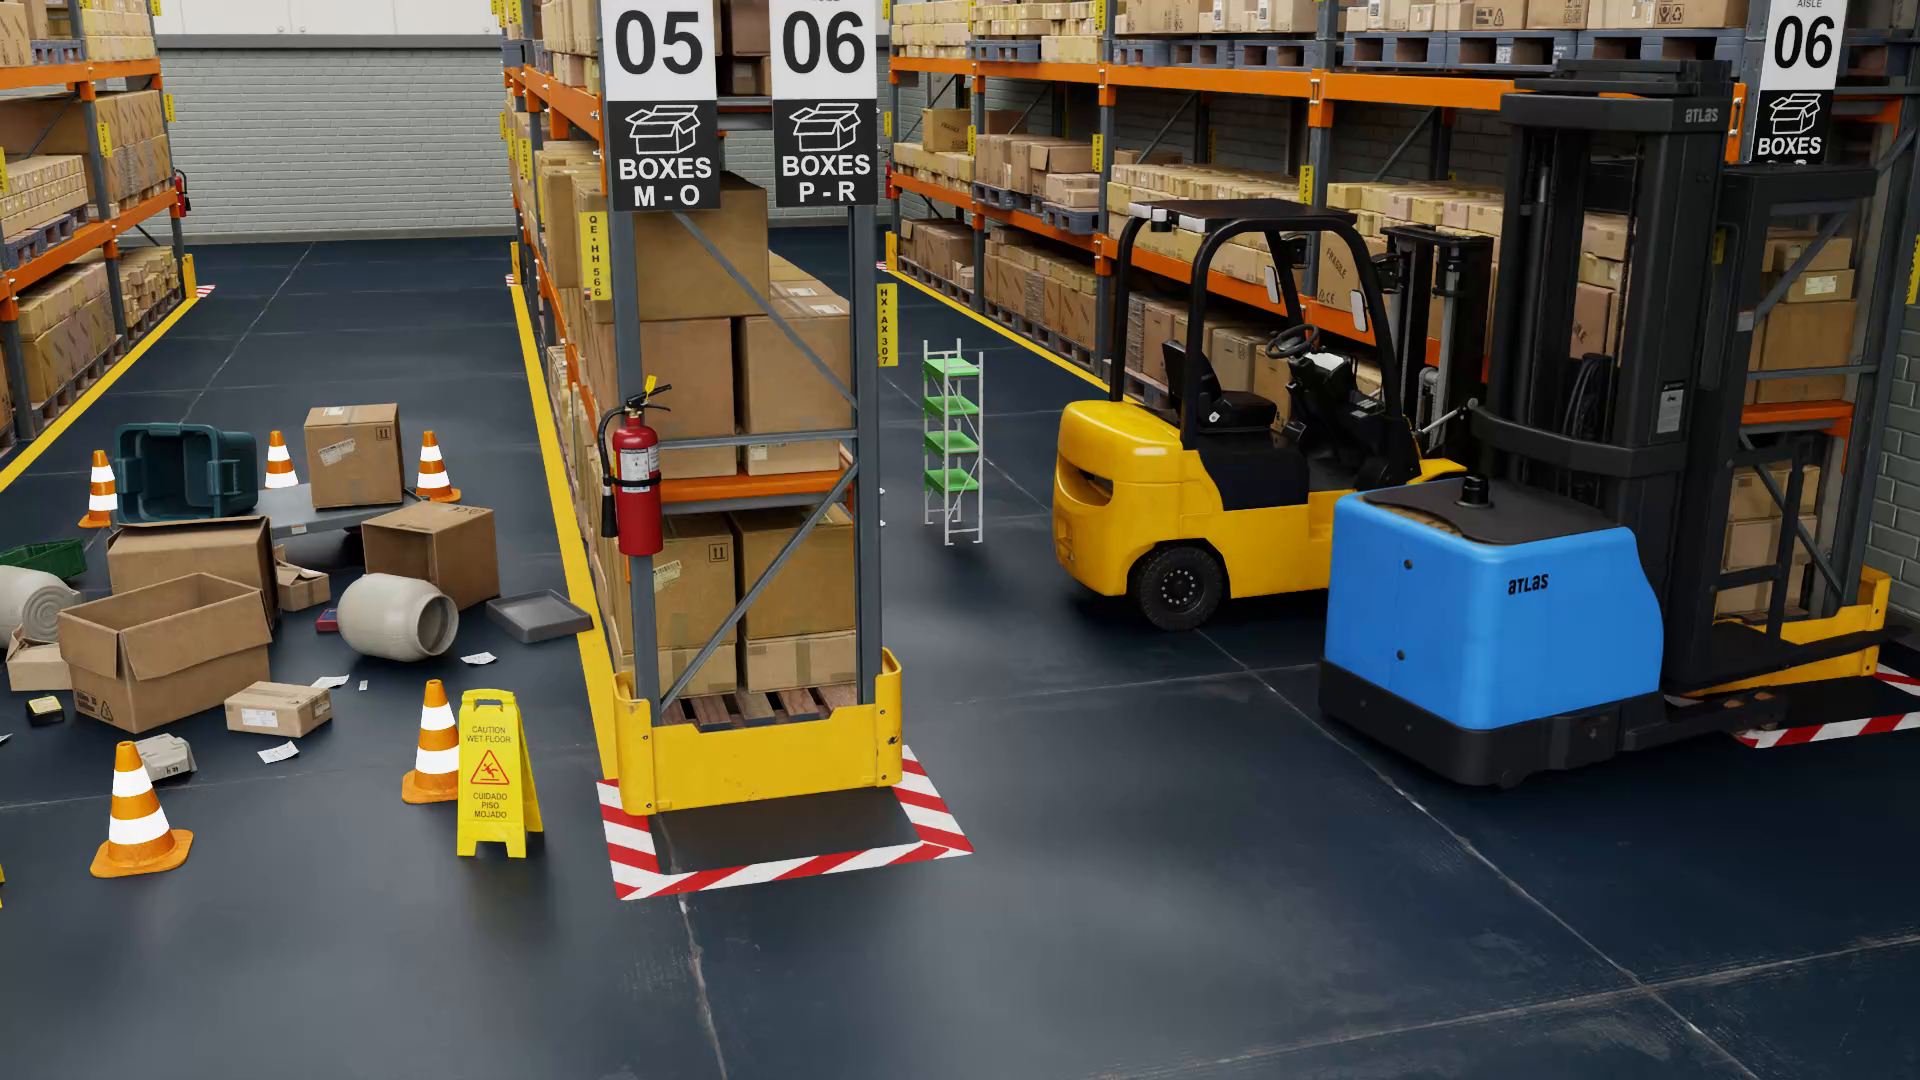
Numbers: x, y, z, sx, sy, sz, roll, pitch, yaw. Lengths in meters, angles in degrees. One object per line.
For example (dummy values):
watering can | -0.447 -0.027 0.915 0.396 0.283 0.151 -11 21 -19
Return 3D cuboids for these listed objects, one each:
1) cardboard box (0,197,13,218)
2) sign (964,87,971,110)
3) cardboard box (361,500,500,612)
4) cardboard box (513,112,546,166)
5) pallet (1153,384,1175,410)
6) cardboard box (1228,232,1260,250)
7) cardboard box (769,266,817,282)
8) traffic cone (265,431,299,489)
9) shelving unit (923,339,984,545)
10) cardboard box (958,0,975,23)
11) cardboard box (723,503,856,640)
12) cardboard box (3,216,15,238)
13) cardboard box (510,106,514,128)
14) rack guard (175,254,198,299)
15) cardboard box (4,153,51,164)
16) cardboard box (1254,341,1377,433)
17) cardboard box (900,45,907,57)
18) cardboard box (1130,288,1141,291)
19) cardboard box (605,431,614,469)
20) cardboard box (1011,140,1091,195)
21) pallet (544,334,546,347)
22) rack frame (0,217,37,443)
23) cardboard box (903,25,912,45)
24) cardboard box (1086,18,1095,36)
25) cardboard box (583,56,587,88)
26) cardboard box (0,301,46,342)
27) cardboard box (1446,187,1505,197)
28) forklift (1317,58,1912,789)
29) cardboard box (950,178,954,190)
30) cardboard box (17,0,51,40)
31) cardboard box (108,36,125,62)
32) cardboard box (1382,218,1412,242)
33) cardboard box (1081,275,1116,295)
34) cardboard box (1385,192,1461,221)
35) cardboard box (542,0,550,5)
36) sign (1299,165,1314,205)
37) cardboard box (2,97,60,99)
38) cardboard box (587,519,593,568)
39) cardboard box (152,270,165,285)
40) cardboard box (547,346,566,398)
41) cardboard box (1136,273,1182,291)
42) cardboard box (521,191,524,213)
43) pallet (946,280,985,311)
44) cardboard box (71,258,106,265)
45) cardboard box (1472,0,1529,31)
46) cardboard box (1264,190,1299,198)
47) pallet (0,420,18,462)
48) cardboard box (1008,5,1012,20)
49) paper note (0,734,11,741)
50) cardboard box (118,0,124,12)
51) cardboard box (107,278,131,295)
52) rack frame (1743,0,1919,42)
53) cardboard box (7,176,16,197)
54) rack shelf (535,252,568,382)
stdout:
cardboard box | -7.764 -2.629 13.181 0.380 0.149 0.250 -4 17 -13
sign | 0.096 -5.952 22.489 0.100 0.325 0.005 -5 17 -15
cardboard box | -2.931 0.105 9.228 0.500 0.500 0.500 7 18 23
cardboard box | -4.271 -4.090 16.941 0.500 0.500 0.500 -4 17 -15
pallet | 2.276 -1.091 13.718 1.003 0.211 1.213 -5 17 -15
cardboard box | 2.326 -2.313 12.330 0.500 0.250 0.500 -5 17 -17
cardboard box | -0.968 -1.015 7.927 0.500 0.500 0.500 -5 17 -16
traffic cone | -4.645 -0.513 11.356 0.336 0.463 0.334 -5 17 -15
shelving unit | -0.046 -0.620 10.432 0.258 1.200 0.503 -5 17 -15
cardboard box | 0.286 -5.968 18.767 0.500 0.250 0.500 -5 17 -15
cardboard box | -0.780 0.117 7.595 0.500 0.500 0.500 -5 18 -17
cardboard box | -7.750 -2.476 13.189 0.380 0.149 0.250 -4 17 -13
cardboard box | -4.791 -4.624 18.720 0.500 0.500 0.500 -4 17 -15
rack guard | -9.925 -3.176 20.157 1.175 0.500 0.348 -5 17 -15
cardboard box | -9.251 -3.590 16.498 0.500 0.500 0.500 -5 17 -15
cardboard box | 2.701 -1.095 12.282 0.875 0.625 0.625 -4 17 -13
cardboard box | -0.579 -6.417 21.824 0.380 0.149 0.250 -4 17 -14
cardboard box | 1.909 -2.137 15.968 0.500 0.500 0.500 -4 17 -13
cardboard box | -1.302 -0.416 7.058 0.380 0.149 0.250 -5 17 -16
cardboard box | 0.932 -3.838 17.111 0.700 0.500 0.500 -5 17 -16
pallet | -3.492 -1.826 16.165 1.003 0.211 1.213 -5 17 -15
rack frame | -7.748 -2.182 12.501 1.000 3.000 0.127 -5 17 -15
cardboard box | -0.424 -6.431 21.178 0.500 0.250 0.500 -4 17 -14
cardboard box | 1.374 -4.702 15.246 0.380 0.149 0.250 -5 17 -17
cardboard box | -1.509 -2.137 7.576 0.380 0.149 0.250 -5 17 -17
cardboard box | -7.704 -1.755 13.391 0.500 0.250 0.500 -6 18 -18
cardboard box | 3.348 -2.180 10.676 0.380 0.149 0.250 -5 17 -16
forklift | 3.200 -0.643 7.497 3.031 2.935 1.130 -8 19 -25
cardboard box | 0.093 -4.264 19.869 0.380 0.149 0.250 -4 17 -14
cardboard box | -8.848 -4.860 15.300 0.700 0.500 0.500 -5 17 -15
cardboard box | -8.991 -5.085 17.214 0.500 0.250 0.500 -4 17 -13
cardboard box | 2.857 -1.922 10.336 0.380 0.149 0.250 -4 17 -14
cardboard box | 1.376 -2.426 15.801 0.380 0.149 0.250 -6 18 -18
cardboard box | 2.867 -2.063 10.288 0.380 0.149 0.250 -4 17 -14
cardboard box | -2.144 -3.080 9.327 0.380 0.149 0.250 -5 17 -16
sign | 2.336 -2.359 11.216 0.100 0.325 0.005 -5 17 -15
cardboard box | -9.383 -4.209 16.820 0.500 0.500 0.500 -5 18 -17
cardboard box | -1.857 -0.047 9.446 0.500 0.250 0.500 -4 17 -12
cardboard box | -9.227 -2.964 18.812 0.380 0.149 0.250 -4 17 -14
cardboard box | -2.870 -1.387 13.692 0.950 0.372 0.625 -6 18 -19
cardboard box | 1.912 -2.478 15.975 0.380 0.149 0.250 -4 17 -12
cardboard box | -4.248 -3.493 17.127 0.500 0.250 0.500 -5 17 -17
pallet | 0.468 -2.955 19.924 1.003 0.211 1.213 -5 17 -15
cardboard box | -9.776 -3.057 18.608 0.380 0.149 0.250 -4 17 -13
cardboard box | 3.289 -3.076 9.181 0.797 0.503 0.637 -4 17 -13
cardboard box | 2.443 -2.465 12.144 0.380 0.149 0.250 -5 17 -15
pallet | -7.603 -0.622 12.156 1.003 0.211 1.213 -5 17 -15
cardboard box | 0.710 -5.414 17.065 0.380 0.149 0.250 -4 17 -14
paper note | -4.336 0.897 7.414 0.144 0.017 0.142 1 17 4
cardboard box | -9.251 -5.764 17.912 0.380 0.149 0.250 -4 17 -14
cardboard box | -8.761 -2.601 17.090 0.380 0.149 0.250 -4 17 -13
rack frame | 3.954 -3.655 6.977 1.000 3.000 0.127 -5 17 -15
cardboard box | -7.828 -2.833 13.342 0.380 0.149 0.250 -5 17 -16
rack shelf | -2.466 -1.703 12.159 1.077 0.370 4.000 -5 17 -15
